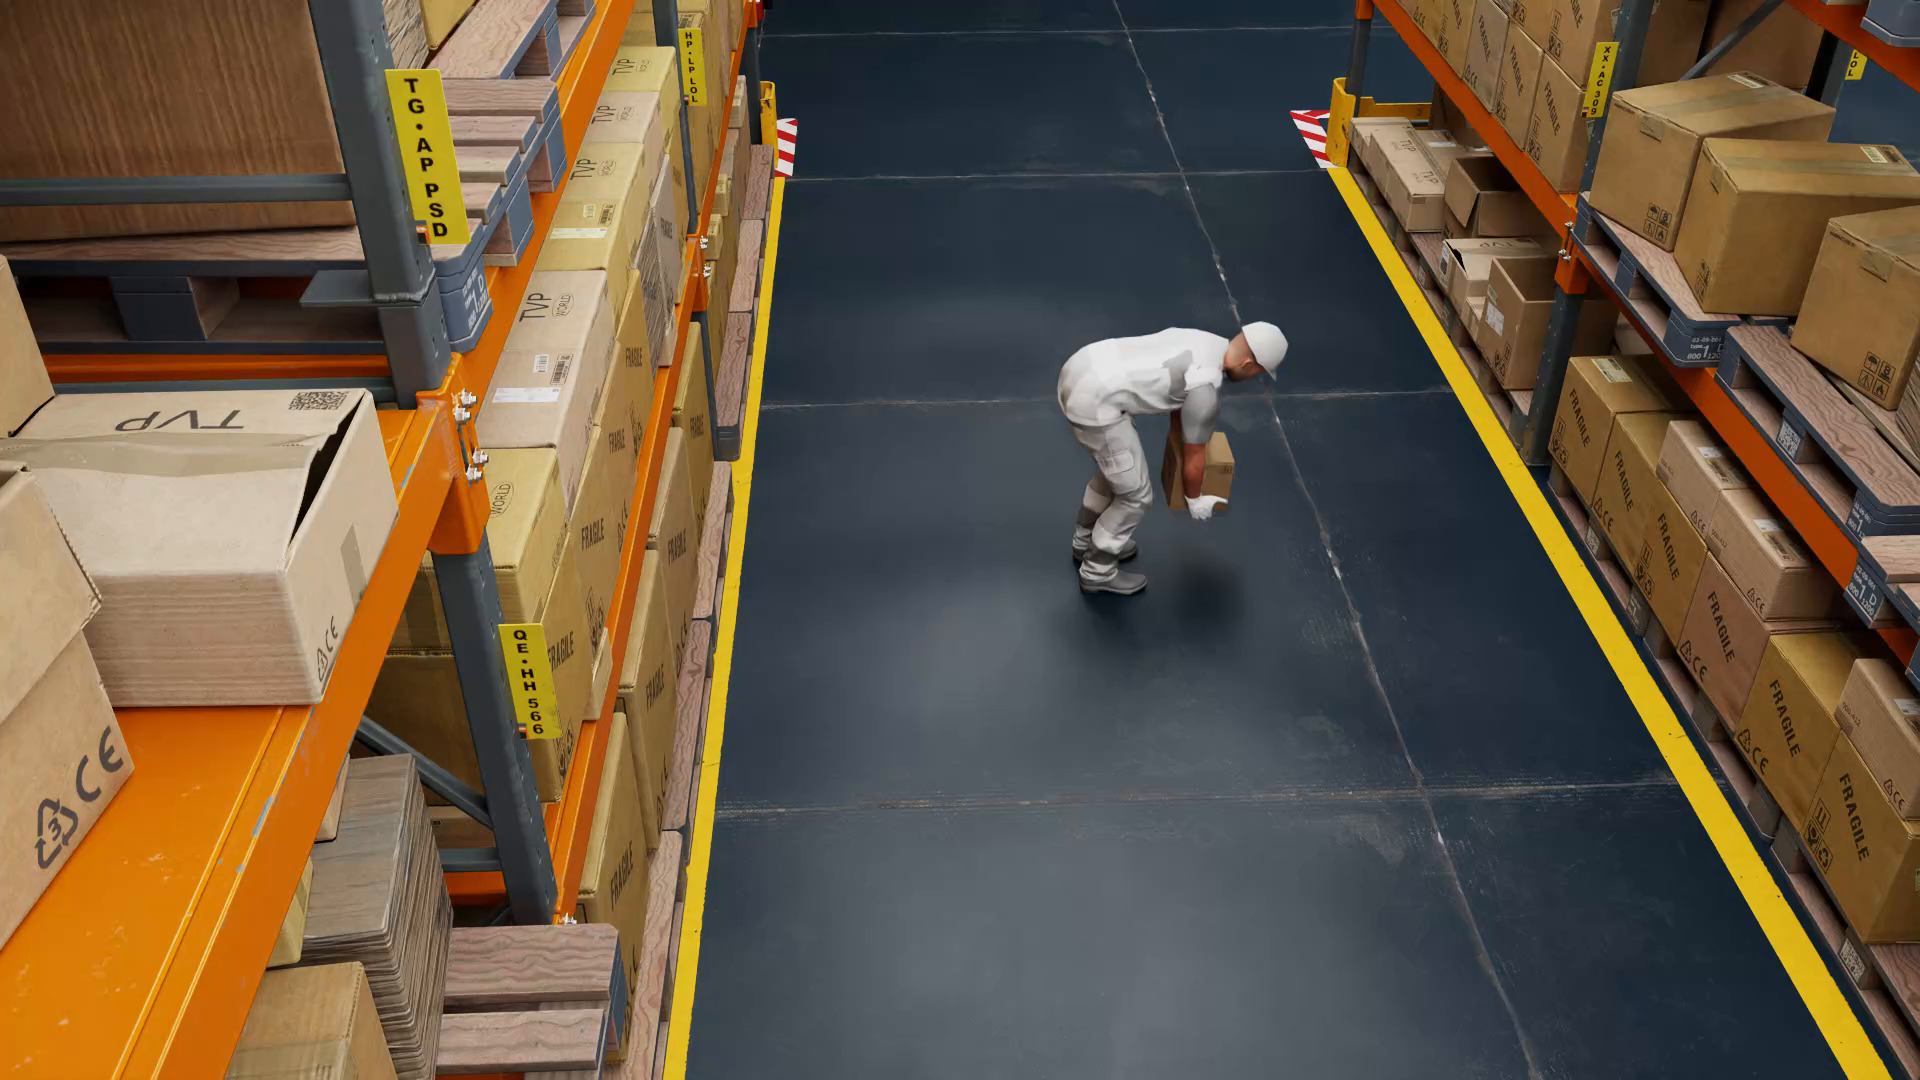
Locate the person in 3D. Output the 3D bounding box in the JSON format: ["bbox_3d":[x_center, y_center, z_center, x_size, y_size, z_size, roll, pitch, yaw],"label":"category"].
[{"bbox_3d":[0.884,-0.371,7.150,0.949,1.218,0.493,-3,35,-4],"label":"person"}]
